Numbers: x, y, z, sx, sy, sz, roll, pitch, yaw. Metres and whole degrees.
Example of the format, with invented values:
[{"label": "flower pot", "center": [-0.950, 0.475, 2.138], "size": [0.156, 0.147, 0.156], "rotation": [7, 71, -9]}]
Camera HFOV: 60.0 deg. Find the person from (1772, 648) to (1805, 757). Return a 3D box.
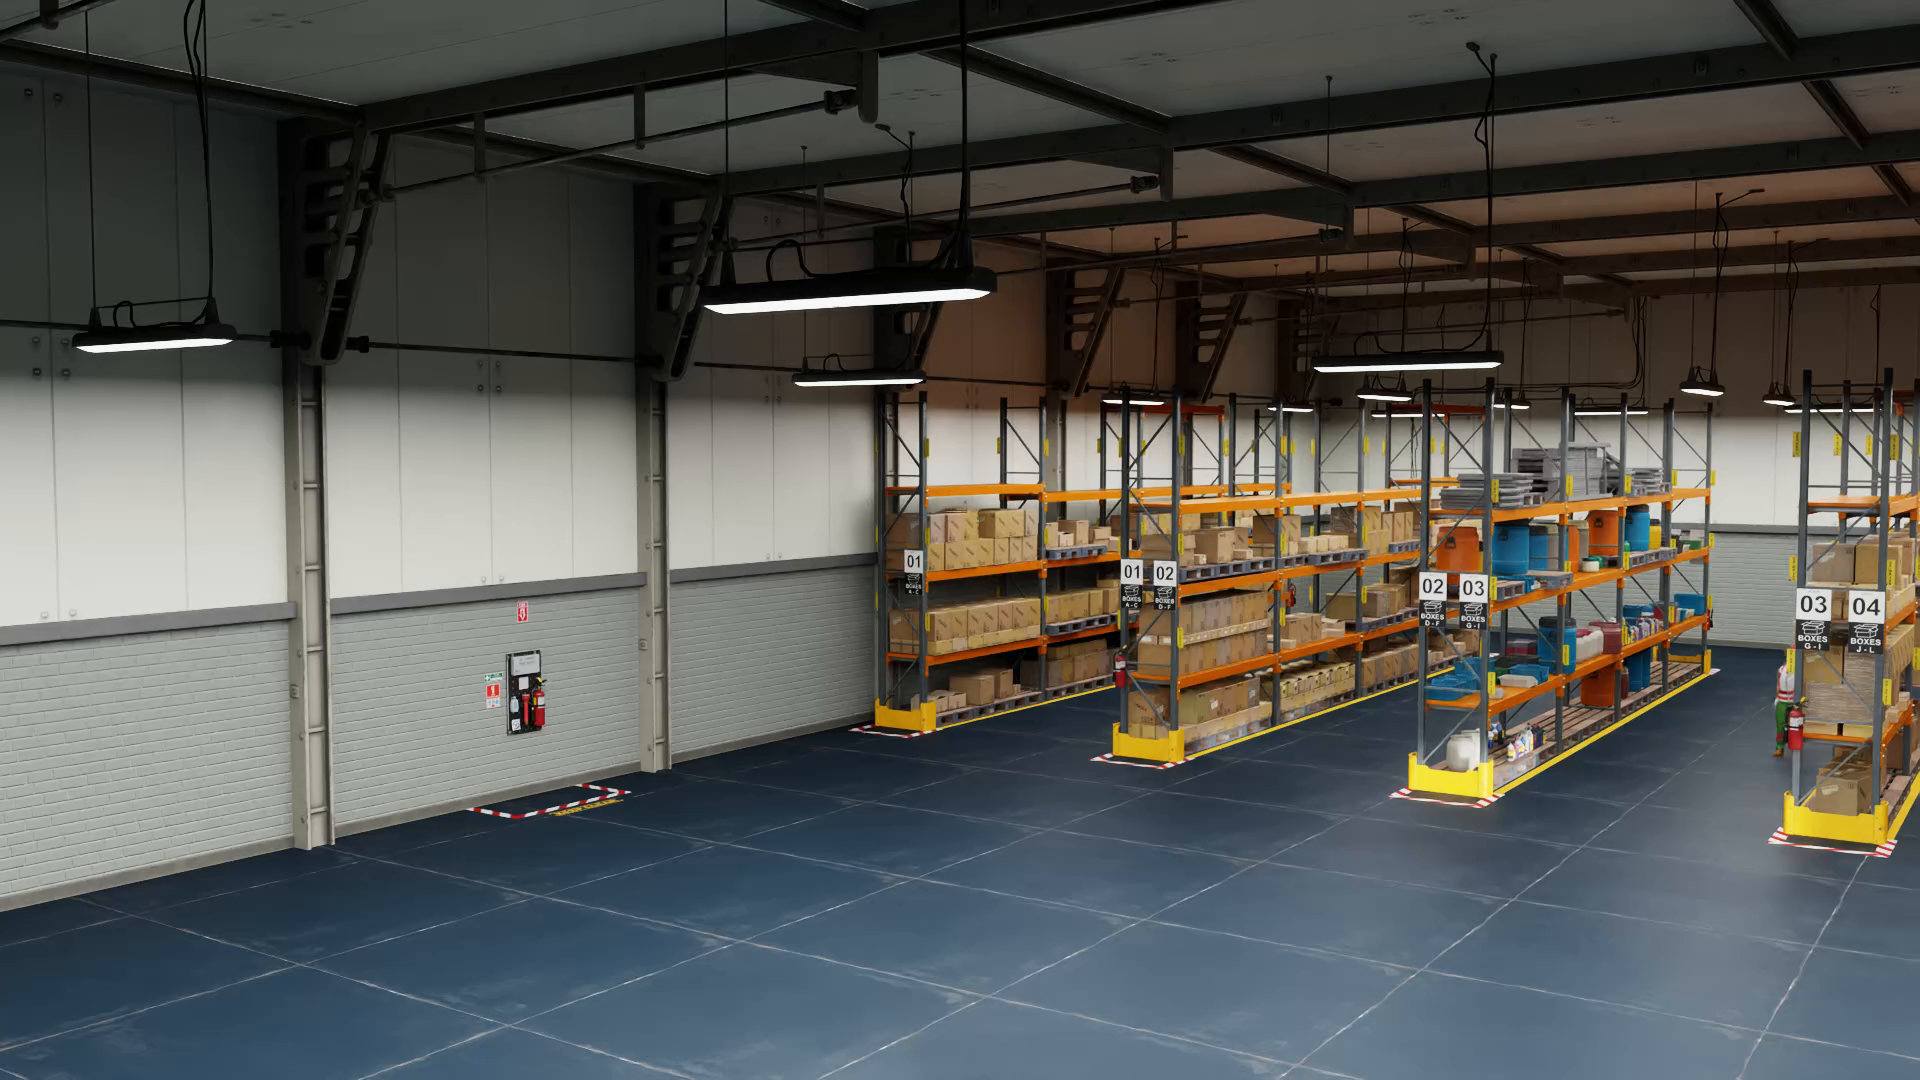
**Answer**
[{"label": "person", "center": [13.428, 2.618, 26.888], "size": [0.550, 1.725, 1.059], "rotation": [2, 4, 37]}]
